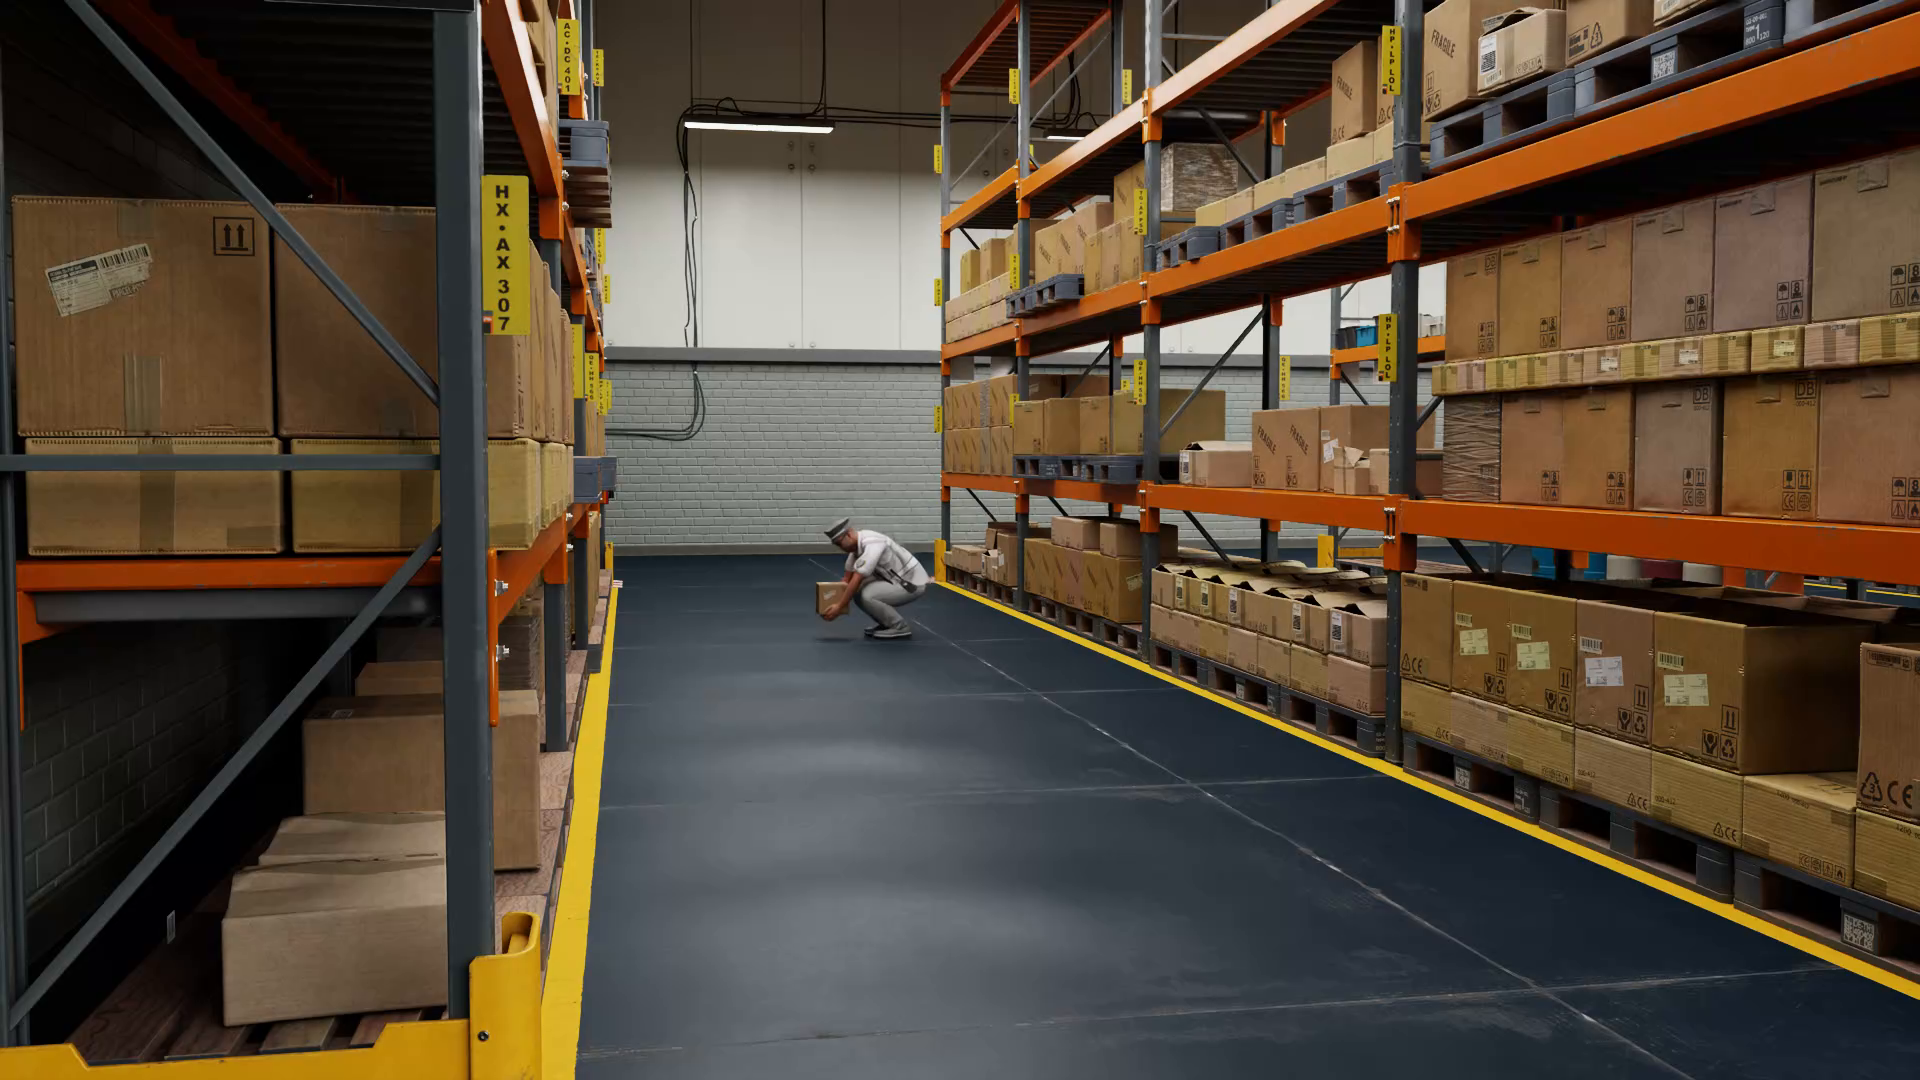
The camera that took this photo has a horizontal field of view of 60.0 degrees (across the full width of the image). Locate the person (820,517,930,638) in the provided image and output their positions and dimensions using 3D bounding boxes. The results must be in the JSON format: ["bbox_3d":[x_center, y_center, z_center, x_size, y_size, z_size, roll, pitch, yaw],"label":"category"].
[{"bbox_3d":[-0.706,0.310,13.847,0.899,1.008,0.558,-1,3,-11],"label":"person"}]
